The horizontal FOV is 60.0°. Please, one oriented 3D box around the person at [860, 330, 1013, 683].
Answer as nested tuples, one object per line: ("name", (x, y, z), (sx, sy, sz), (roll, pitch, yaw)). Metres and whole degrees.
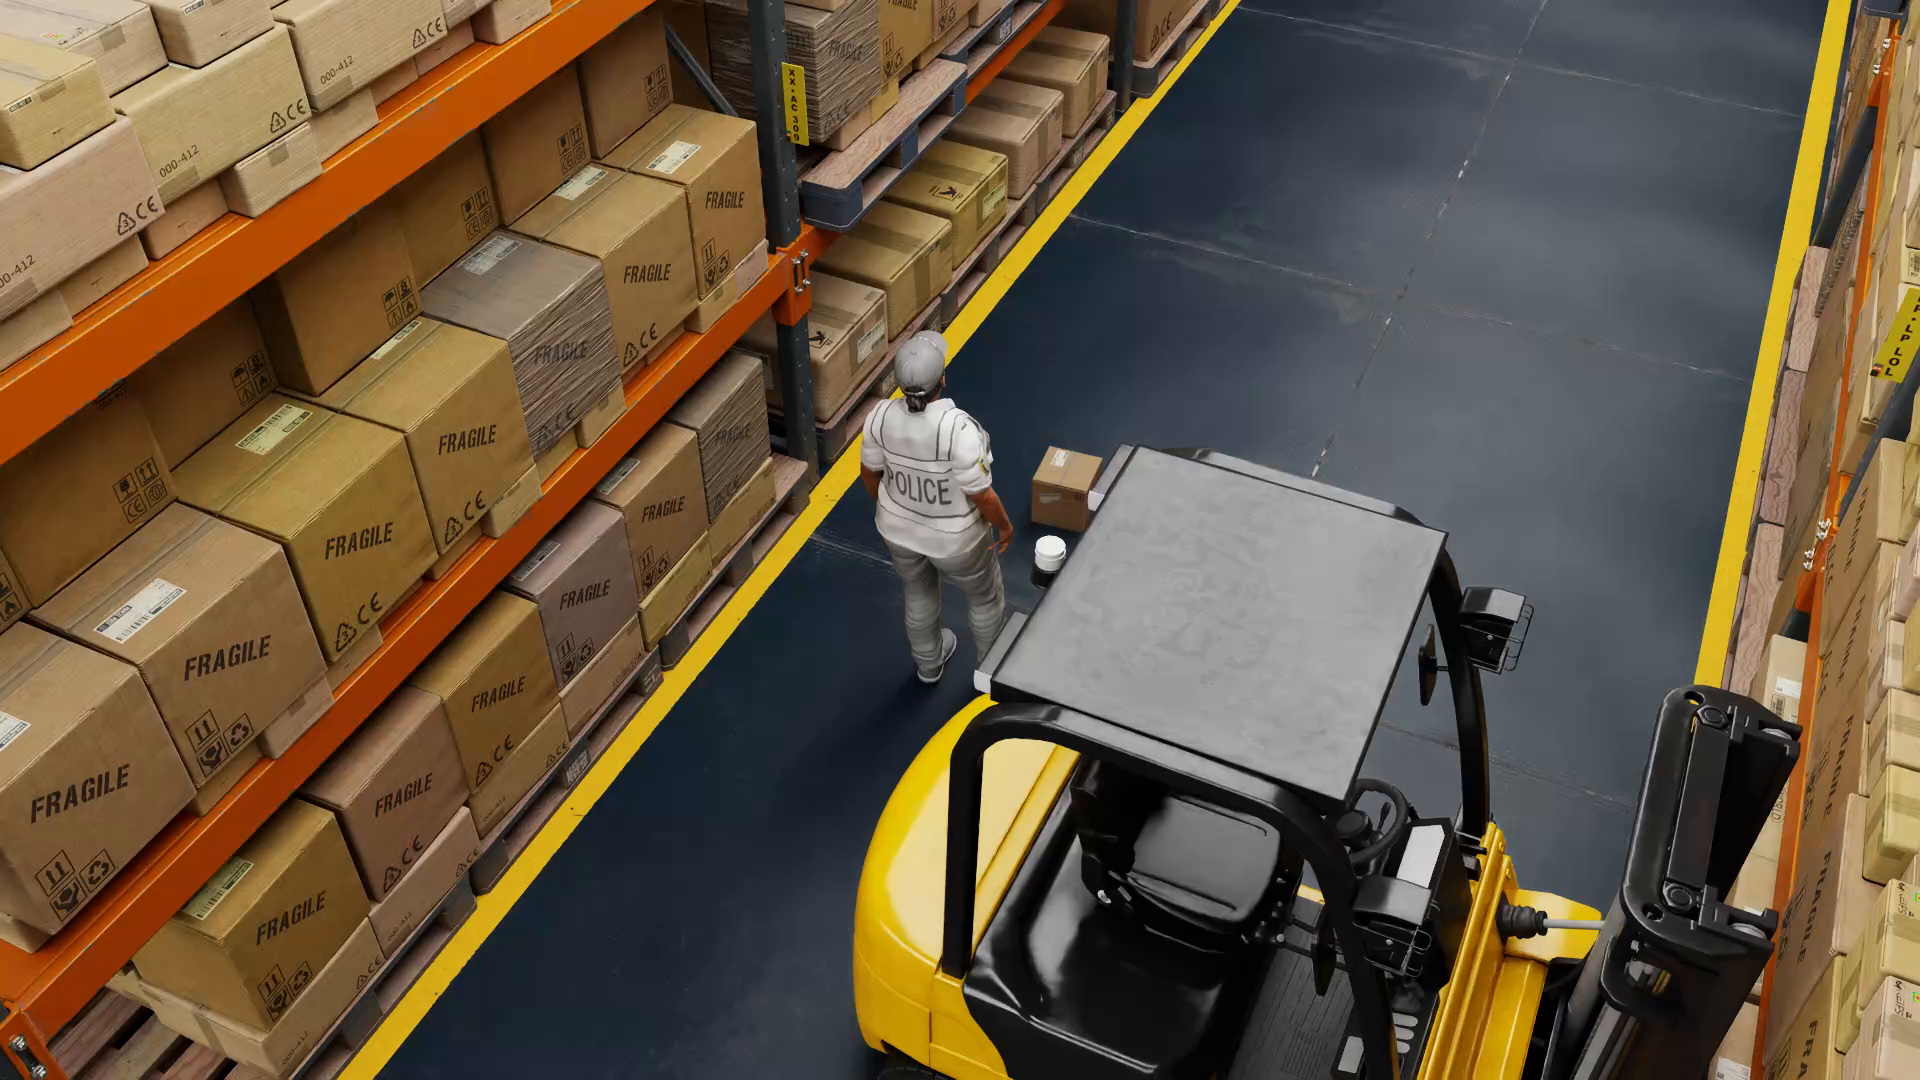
("person", (-0.040, -0.105, 6.258), (0.599, 1.670, 0.529), (17, 45, 18))
